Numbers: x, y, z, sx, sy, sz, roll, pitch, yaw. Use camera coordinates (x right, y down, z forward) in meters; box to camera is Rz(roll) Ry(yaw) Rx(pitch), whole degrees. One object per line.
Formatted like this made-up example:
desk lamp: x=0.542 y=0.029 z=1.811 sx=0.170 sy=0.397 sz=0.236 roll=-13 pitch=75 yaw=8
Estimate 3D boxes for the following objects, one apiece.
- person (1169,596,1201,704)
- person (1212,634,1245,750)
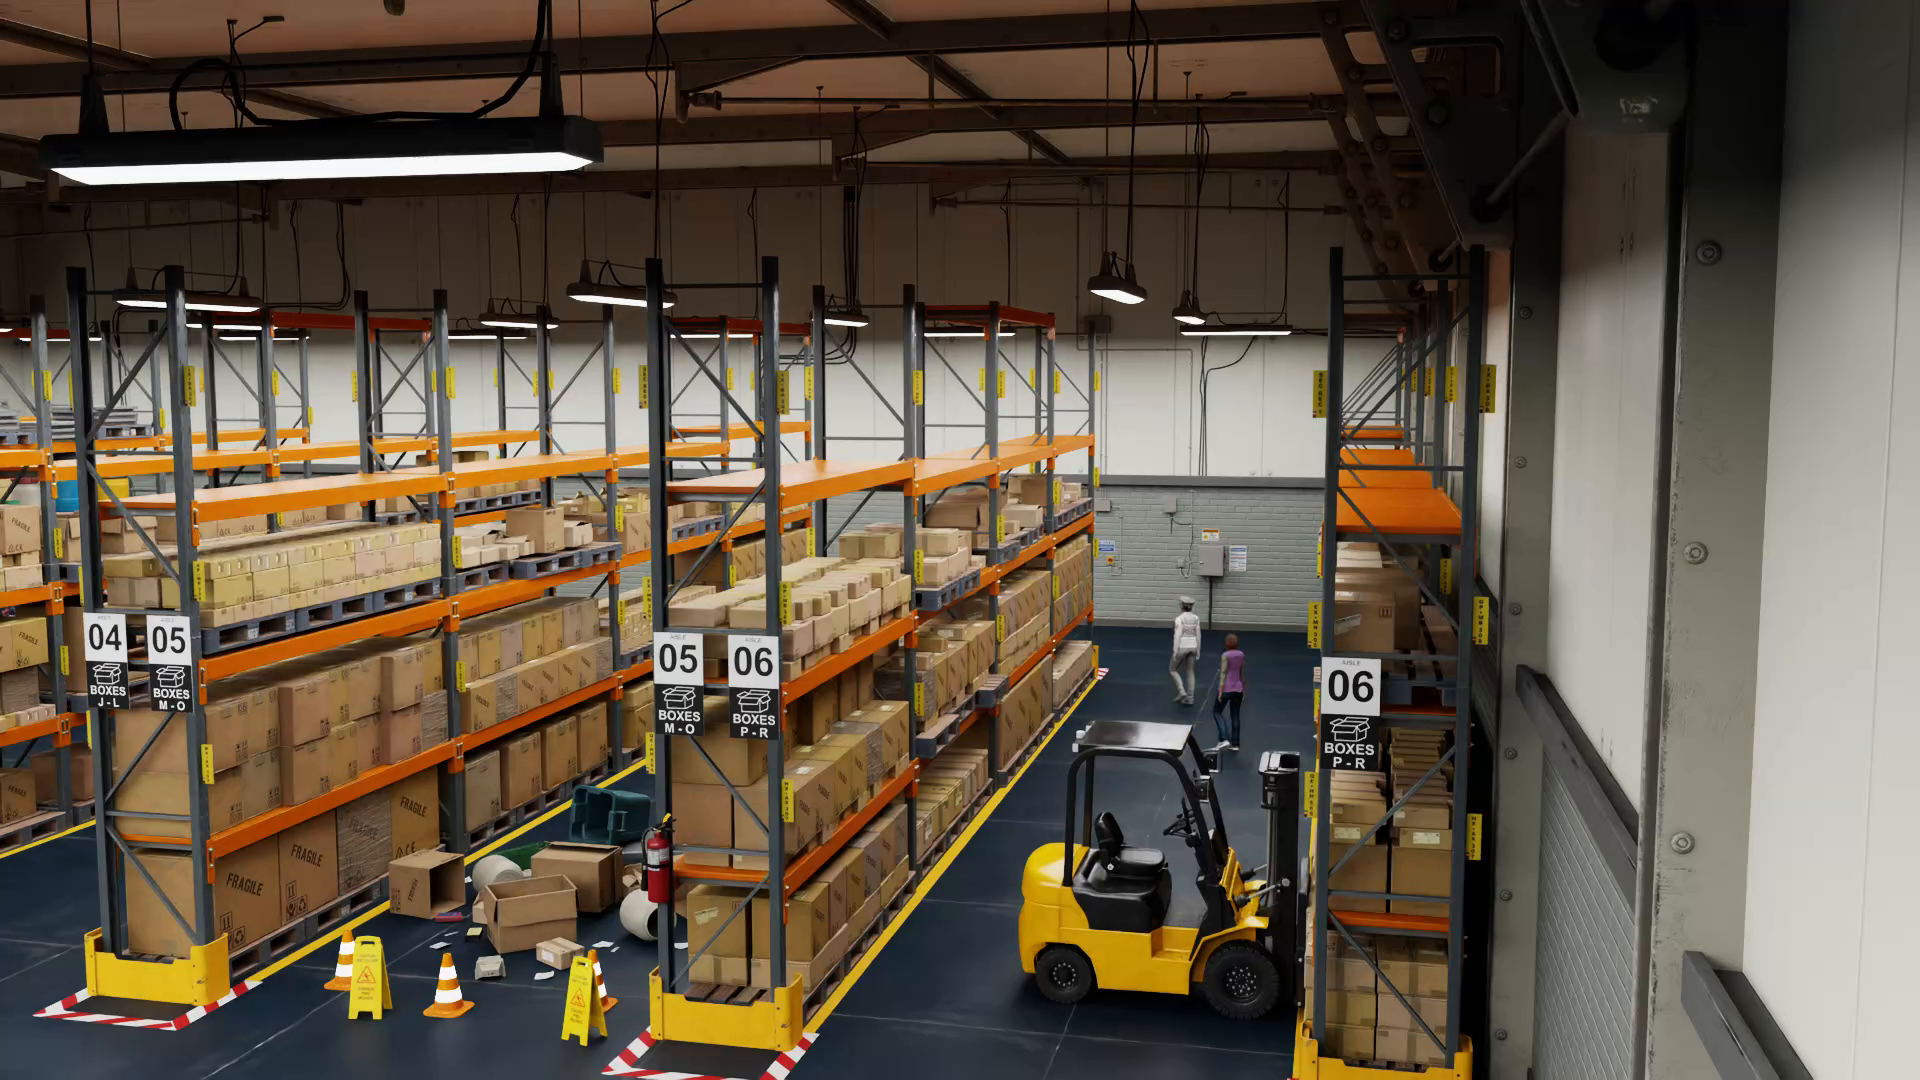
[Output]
person: x=3.525 y=1.718 z=25.829 sx=0.523 sy=1.682 sz=0.430 roll=-3 pitch=6 yaw=-26
person: x=3.703 y=2.091 z=22.712 sx=0.446 sy=1.596 sz=0.372 roll=-3 pitch=6 yaw=-26
